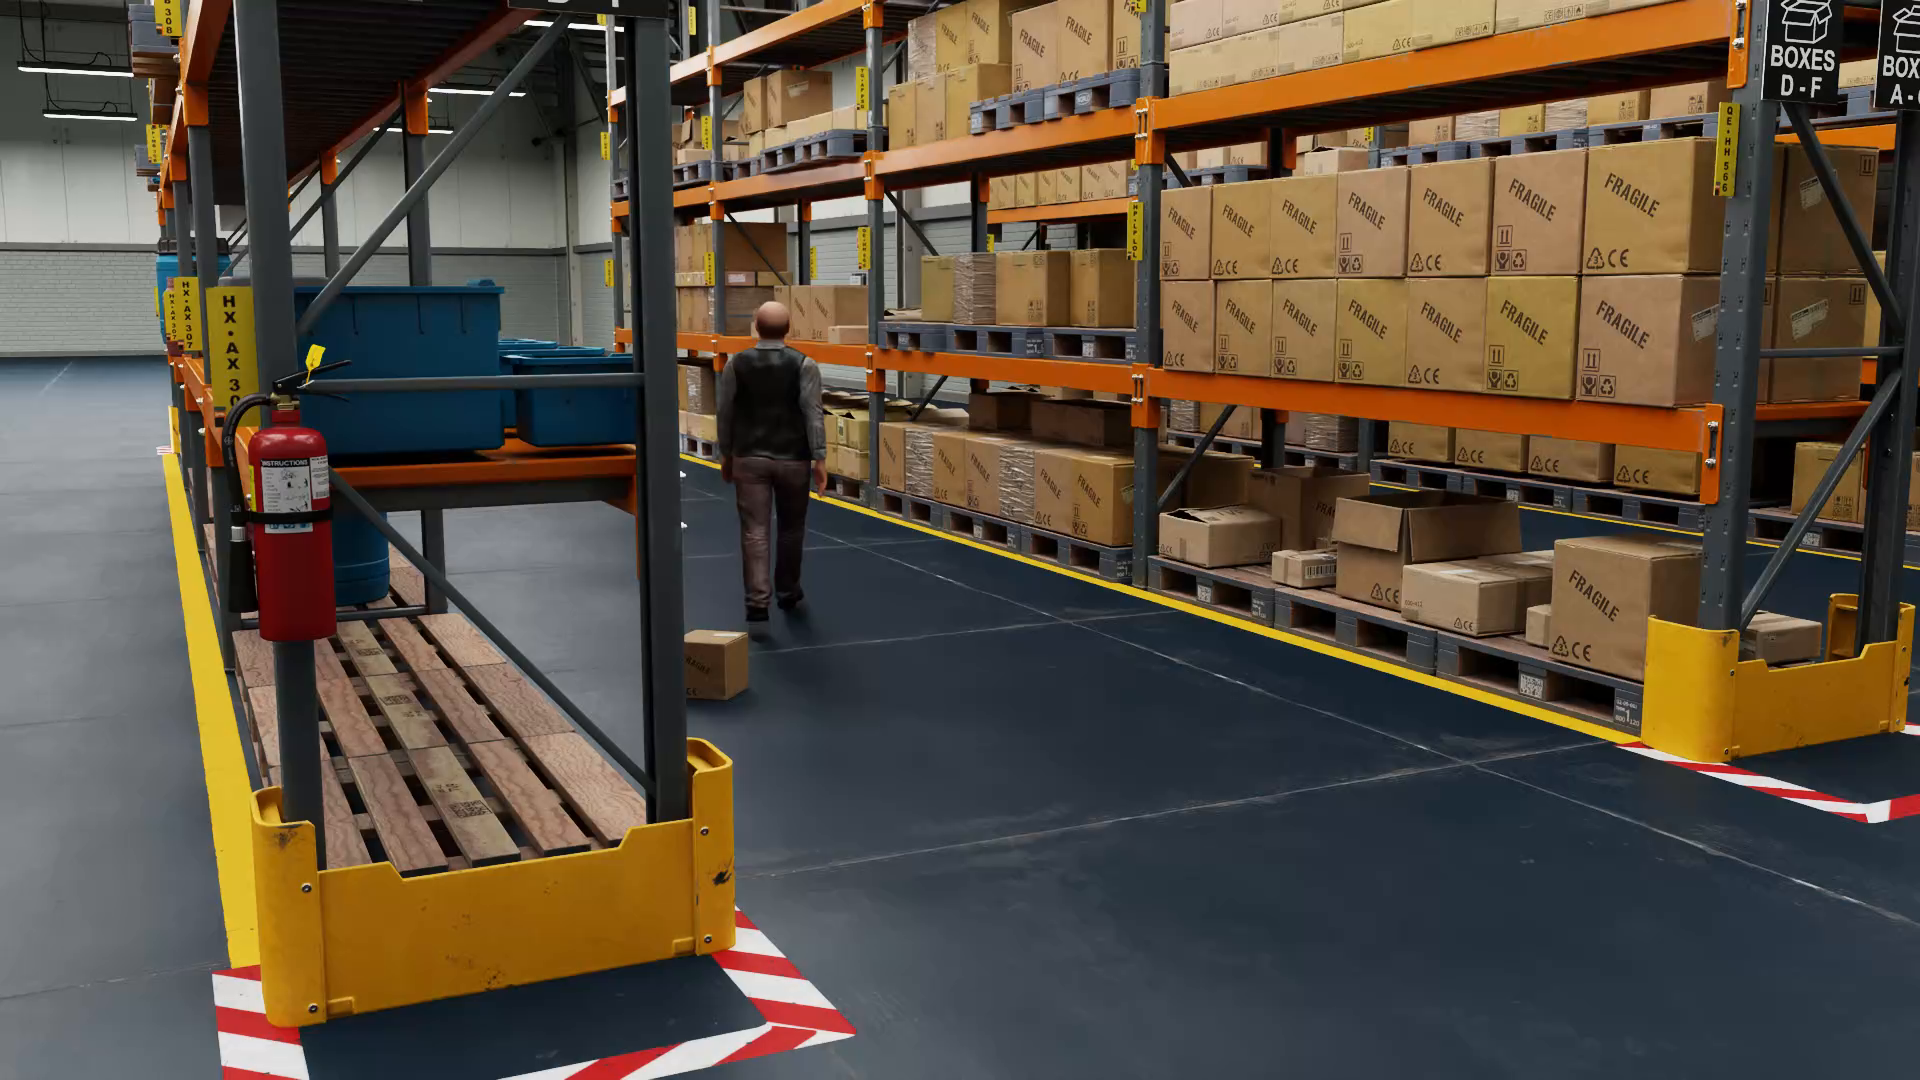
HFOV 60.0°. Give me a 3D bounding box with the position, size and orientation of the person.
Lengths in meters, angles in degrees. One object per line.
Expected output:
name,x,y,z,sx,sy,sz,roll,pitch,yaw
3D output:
person,-0.991,-0.412,8.757,0.575,1.677,1.053,-1,8,-6
